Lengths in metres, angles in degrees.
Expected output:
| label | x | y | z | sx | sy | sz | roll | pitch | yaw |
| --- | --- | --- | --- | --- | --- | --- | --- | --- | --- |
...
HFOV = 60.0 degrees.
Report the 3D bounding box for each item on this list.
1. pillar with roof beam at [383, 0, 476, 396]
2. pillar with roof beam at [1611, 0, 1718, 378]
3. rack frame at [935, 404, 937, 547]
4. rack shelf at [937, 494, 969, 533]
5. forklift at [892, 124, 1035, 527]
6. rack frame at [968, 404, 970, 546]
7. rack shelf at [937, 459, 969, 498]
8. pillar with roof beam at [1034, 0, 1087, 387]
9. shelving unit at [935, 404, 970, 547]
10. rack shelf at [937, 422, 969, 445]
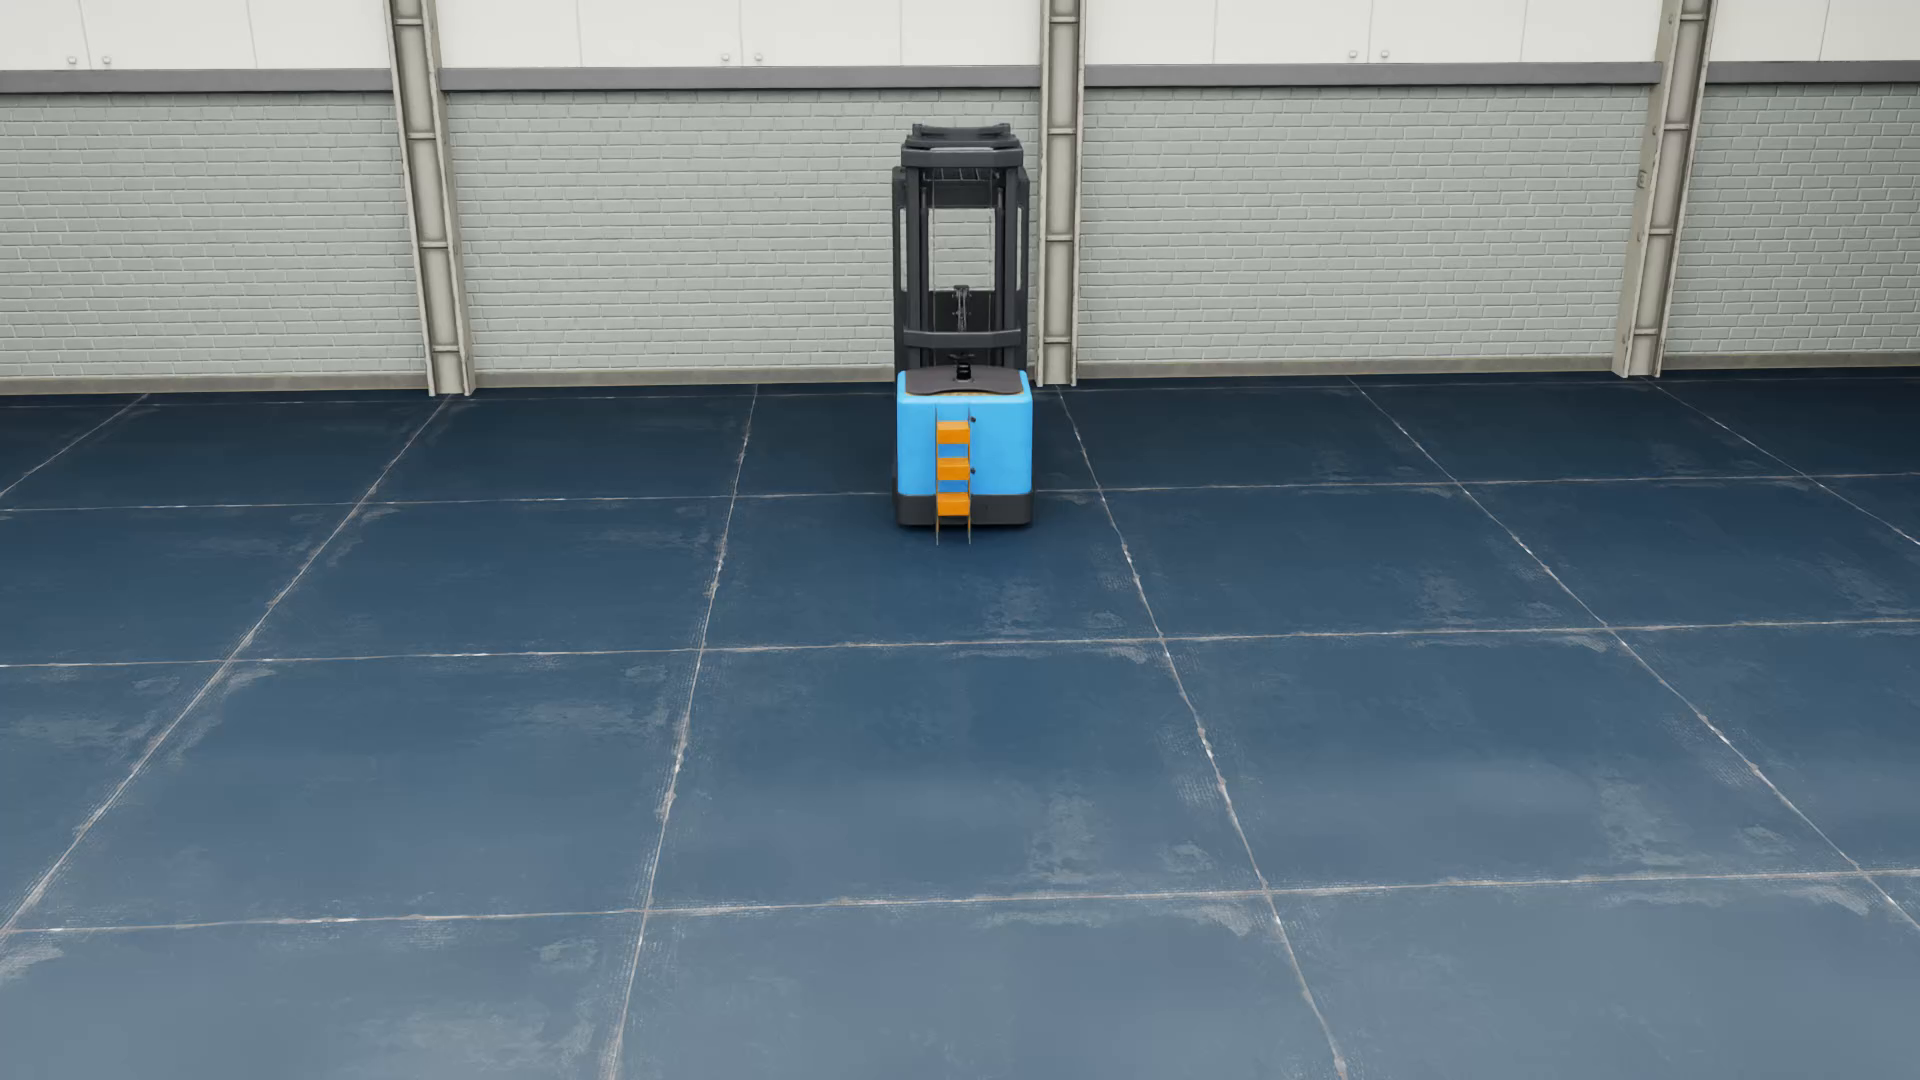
| label | x | y | z | sx | sy | sz | roll | pitch | yaw |
| --- | --- | --- | --- | --- | --- | --- | --- | --- | --- |
| pillar with roof beam | -4.782 | -4.150 | 10.873 | 0.400 | 9.000 | 9.100 | -1 | 21 | -3 |
| pillar with roof beam | 7.198 | -4.393 | 11.513 | 0.400 | 9.000 | 9.100 | -1 | 21 | -3 |
| rack frame | -0.176 | -0.477 | 12.399 | 0.008 | 1.050 | 0.200 | -1 | 21 | -2 |
| rack shelf | -0.054 | -0.209 | 12.505 | 0.240 | 0.259 | 0.215 | -1 | 21 | -2 |
| forklift | -0.001 | -1.941 | 13.600 | 1.130 | 2.935 | 3.031 | -1 | 21 | -2 |
| rack frame | 0.068 | -0.480 | 12.405 | 0.008 | 1.050 | 0.200 | -1 | 21 | -2 |
| rack shelf | -0.054 | -0.468 | 12.406 | 0.240 | 0.259 | 0.215 | -1 | 21 | -2 |
| pillar with roof beam | 1.208 | -4.271 | 11.193 | 0.400 | 9.000 | 9.100 | -1 | 21 | -3 |
| shelving unit | -0.054 | -0.478 | 12.402 | 0.252 | 1.050 | 0.215 | -1 | 21 | -2 |
| rack shelf | -0.054 | -0.734 | 12.305 | 0.240 | 0.259 | 0.215 | -1 | 21 | -2 |
